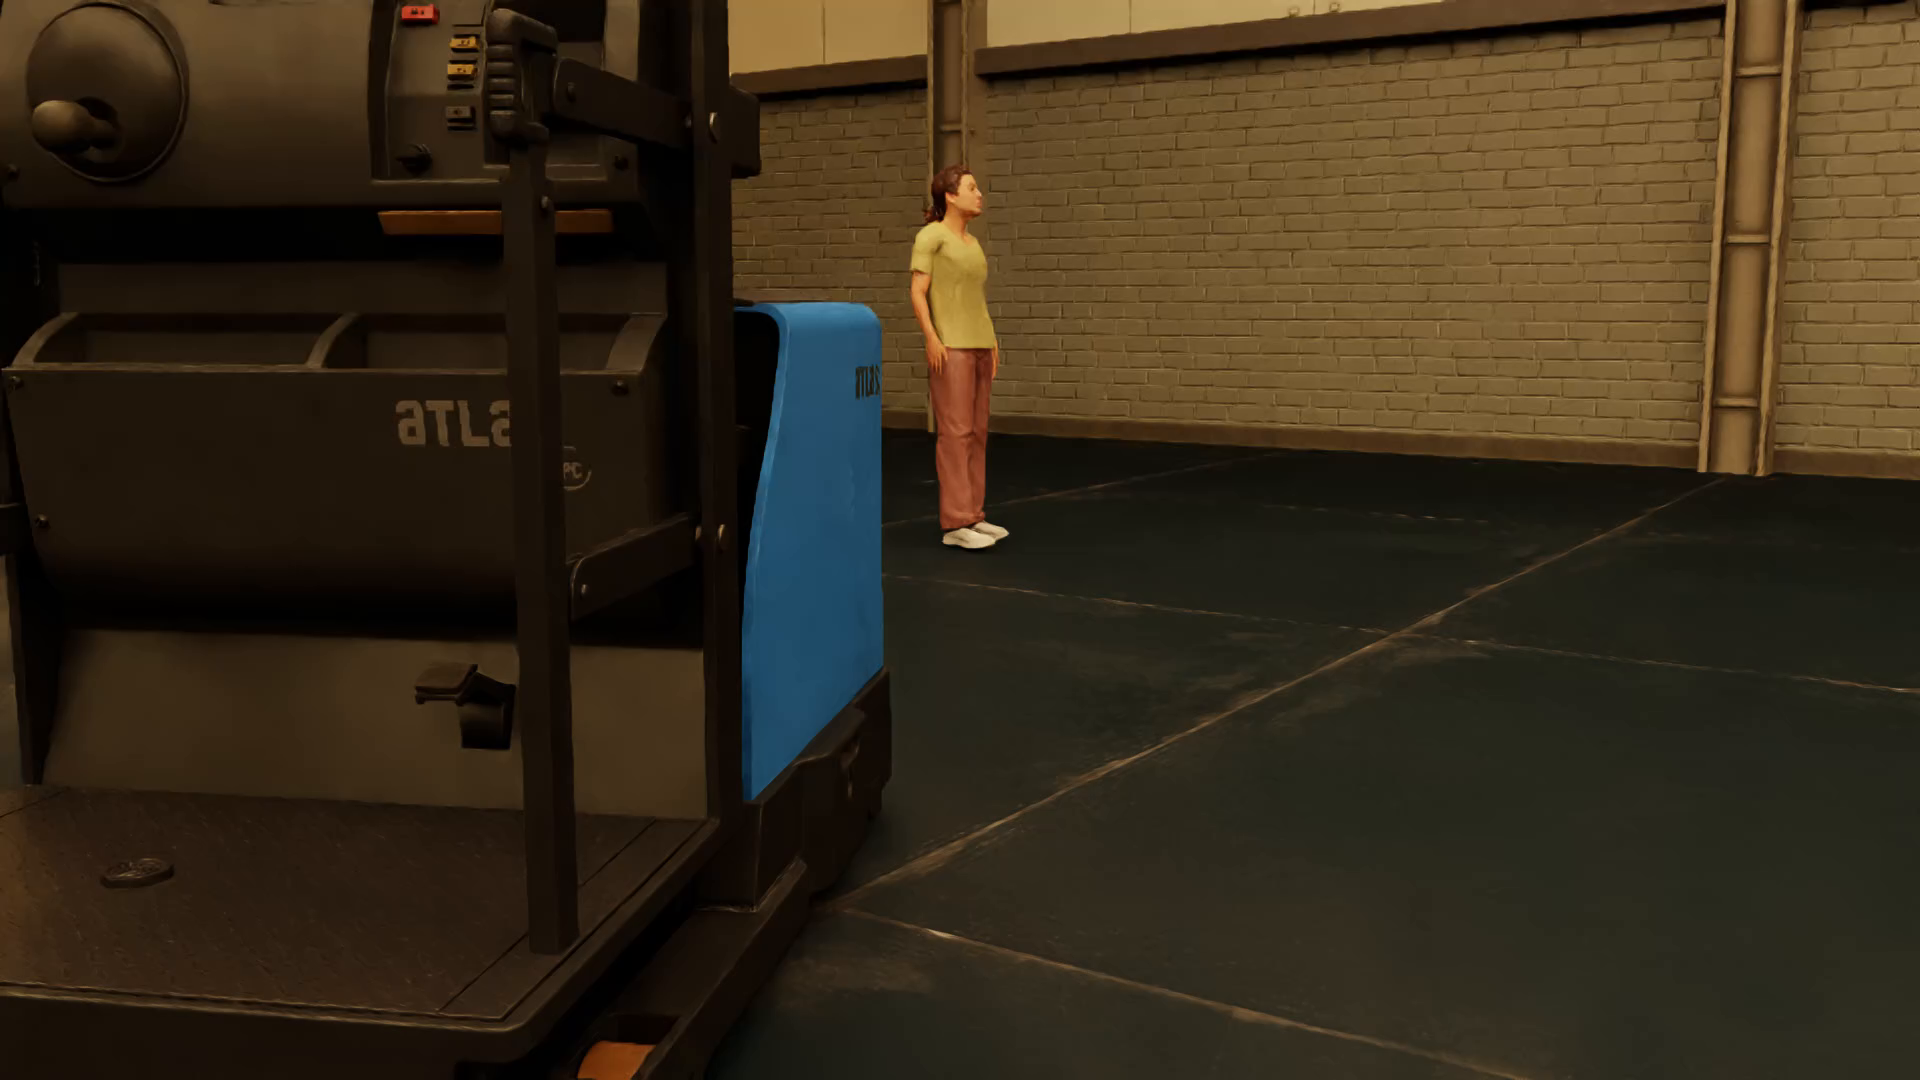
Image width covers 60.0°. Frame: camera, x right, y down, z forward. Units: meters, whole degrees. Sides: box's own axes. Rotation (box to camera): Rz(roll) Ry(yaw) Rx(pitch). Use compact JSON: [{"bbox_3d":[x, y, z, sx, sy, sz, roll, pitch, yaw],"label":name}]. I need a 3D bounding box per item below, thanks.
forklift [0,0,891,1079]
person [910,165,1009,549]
[{"bbox_3d":[-0.898,-0.690,2.041,1.130,2.935,3.031,1,8,9],"label":"forklift"},{"bbox_3d":[0.055,-0.830,7.435,0.548,1.674,0.554,5,10,34],"label":"person"}]
